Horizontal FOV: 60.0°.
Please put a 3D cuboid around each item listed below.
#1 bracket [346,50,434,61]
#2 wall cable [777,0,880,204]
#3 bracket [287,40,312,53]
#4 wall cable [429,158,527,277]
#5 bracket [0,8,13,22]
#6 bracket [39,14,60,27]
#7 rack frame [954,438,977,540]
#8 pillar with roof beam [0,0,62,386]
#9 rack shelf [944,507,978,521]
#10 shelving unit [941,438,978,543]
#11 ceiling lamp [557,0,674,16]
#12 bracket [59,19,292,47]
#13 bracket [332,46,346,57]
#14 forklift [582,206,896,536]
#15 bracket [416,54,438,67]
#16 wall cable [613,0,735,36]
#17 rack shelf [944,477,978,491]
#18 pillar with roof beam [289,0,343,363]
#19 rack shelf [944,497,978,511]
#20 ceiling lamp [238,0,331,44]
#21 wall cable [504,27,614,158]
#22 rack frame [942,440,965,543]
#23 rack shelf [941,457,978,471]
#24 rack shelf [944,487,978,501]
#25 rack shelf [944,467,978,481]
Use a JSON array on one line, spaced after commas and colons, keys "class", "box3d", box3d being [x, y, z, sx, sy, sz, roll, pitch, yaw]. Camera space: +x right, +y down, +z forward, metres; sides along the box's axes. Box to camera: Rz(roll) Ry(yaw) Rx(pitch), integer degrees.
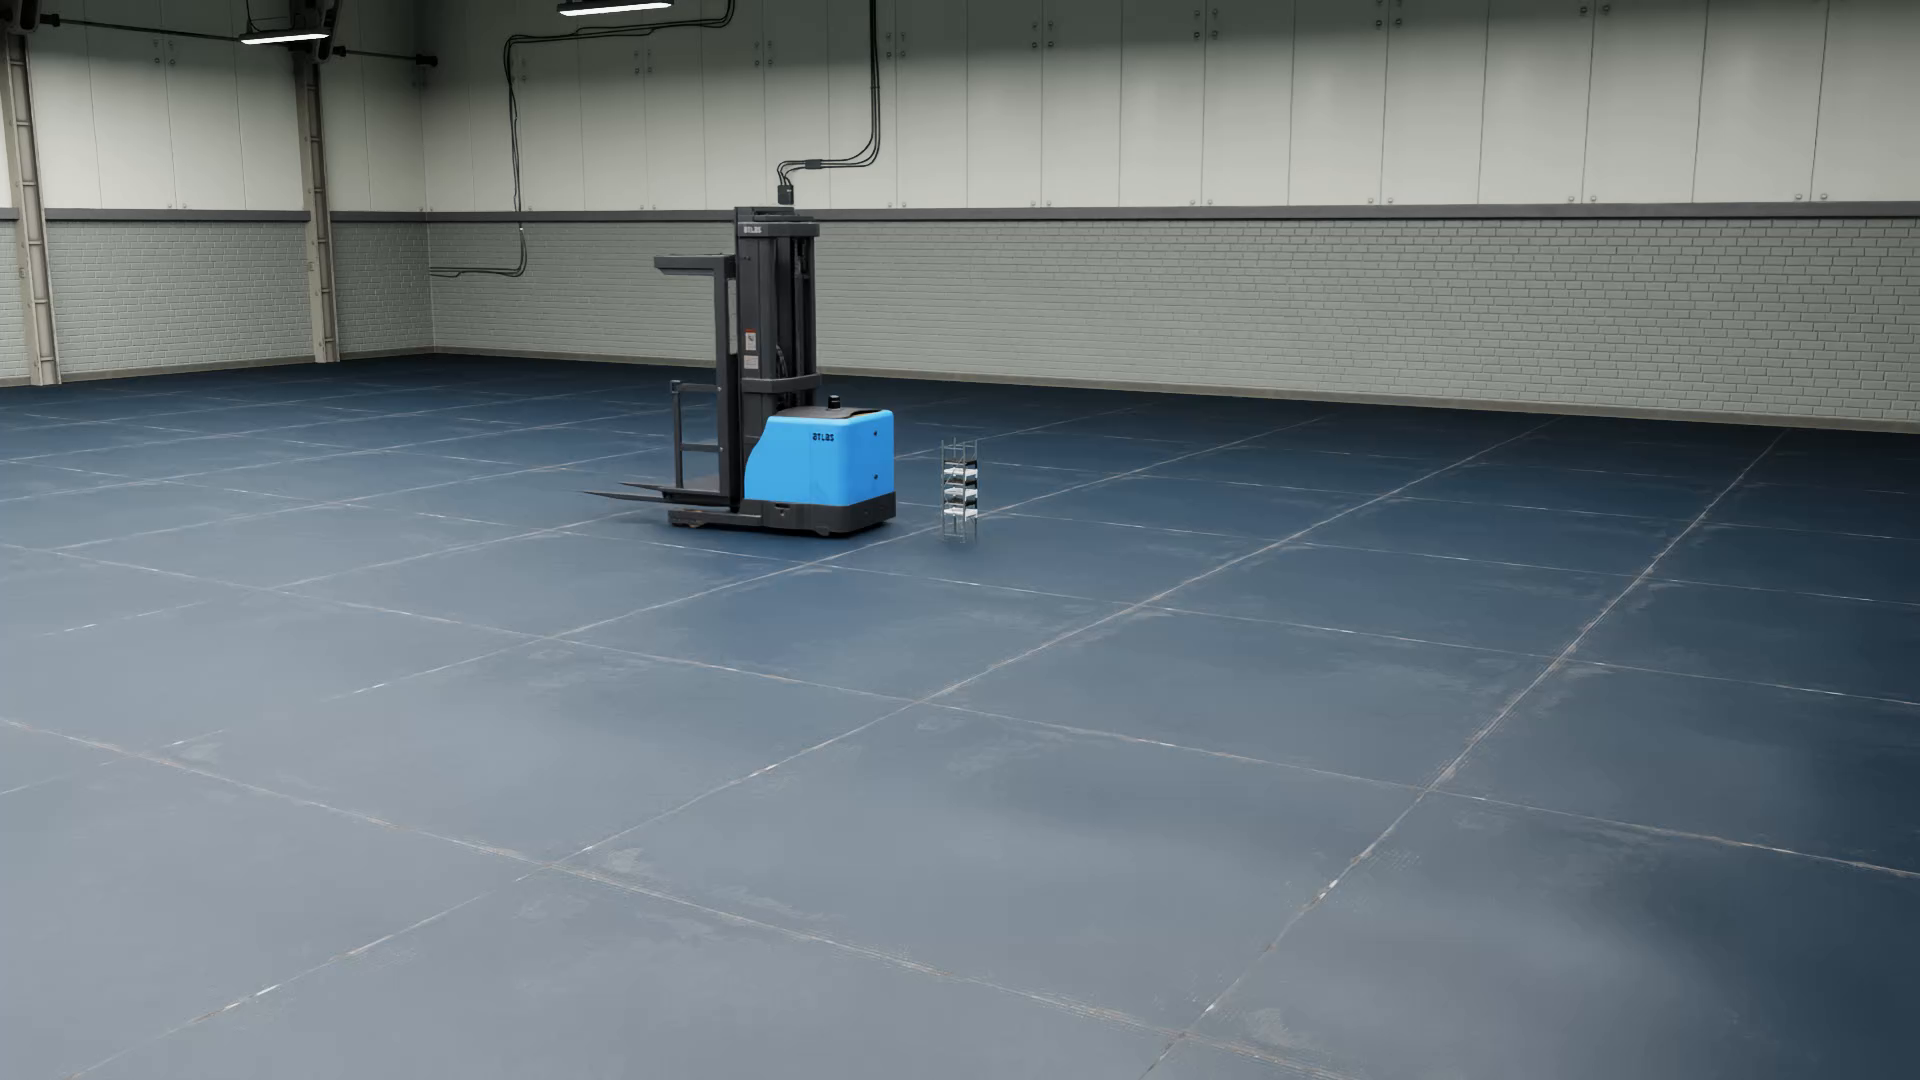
[{"class": "bracket", "box3d": [-11.794, -10.233, 35.294, 0.076, 0.066, 3.189, 6, 12, 31]}, {"class": "wall cable", "box3d": [-2.471, -9.252, 30.592, 2.305, 6.003, 0.169, 6, 12, 31]}, {"class": "bracket", "box3d": [-13.149, -9.823, 33.102, 0.235, 0.232, 0.430, 6, 12, 31]}, {"class": "wall cable", "box3d": [-10.577, -6.964, 36.049, 3.097, 2.526, 0.112, 6, 12, 31]}, {"class": "bracket", "box3d": [-16.264, -8.879, 28.062, 0.235, 0.232, 0.430, 6, 12, 31]}, {"class": "bracket", "box3d": [-15.833, -9.010, 28.759, 0.235, 0.232, 0.430, 6, 12, 31]}, {"class": "rack frame", "box3d": [0.049, -0.457, 14.864, 0.240, 0.900, 0.006, 6, 12, 31]}, {"class": "pillar with roof beam", "box3d": [-12.672, -6.798, 26.726, 9.100, 9.000, 0.548, 6, 12, 31]}, {"class": "rack shelf", "box3d": [-0.004, -0.231, 14.818, 0.258, 0.077, 0.200, 6, 12, 31]}, {"class": "shelving unit", "box3d": [-0.004, -0.441, 14.779, 0.258, 0.900, 0.210, 6, 12, 31]}, {"class": "ceiling lamp", "box3d": [-4.867, -9.255, 23.985, 2.000, 3.185, 0.800, 6, 12, 31]}, {"class": "bracket", "box3d": [-14.486, -9.418, 30.938, 0.076, 0.066, 4.783, 6, 12, 31]}, {"class": "bracket", "box3d": [-12.718, -9.954, 33.799, 0.235, 0.232, 0.430, 6, 12, 31]}, {"class": "forklift", "box3d": [-2.167, -1.633, 15.625, 3.031, 2.935, 1.130, 5, 12, 24]}, {"class": "bracket", "box3d": [-11.487, -10.326, 35.790, 0.235, 0.232, 0.430, 6, 12, 31]}, {"class": "wall cable", "box3d": [-5.620, -11.128, 32.206, 3.097, 2.526, 0.112, 6, 12, 31]}, {"class": "rack shelf", "box3d": [-0.004, -0.497, 14.769, 0.258, 0.077, 0.200, 6, 12, 31]}, {"class": "pillar with roof beam", "box3d": [-9.557, -7.742, 31.766, 9.100, 9.000, 0.548, 6, 12, 31]}, {"class": "rack shelf", "box3d": [-0.004, -0.320, 14.802, 0.258, 0.077, 0.200, 6, 12, 31]}, {"class": "ceiling lamp", "box3d": [-11.183, -9.961, 27.756, 2.000, 3.185, 0.800, 6, 12, 31]}, {"class": "wall cable", "box3d": [-8.265, -9.188, 34.204, 3.097, 2.526, 0.112, 6, 12, 31]}, {"class": "rack frame", "box3d": [-0.057, -0.425, 14.694, 0.240, 0.900, 0.006, 6, 12, 31]}, {"class": "rack shelf", "box3d": [-0.004, -0.674, 14.736, 0.258, 0.077, 0.200, 6, 12, 31]}, {"class": "rack shelf", "box3d": [-0.004, -0.408, 14.785, 0.258, 0.077, 0.200, 6, 12, 31]}, {"class": "rack shelf", "box3d": [-0.004, -0.585, 14.752, 0.258, 0.077, 0.200, 6, 12, 31]}]
